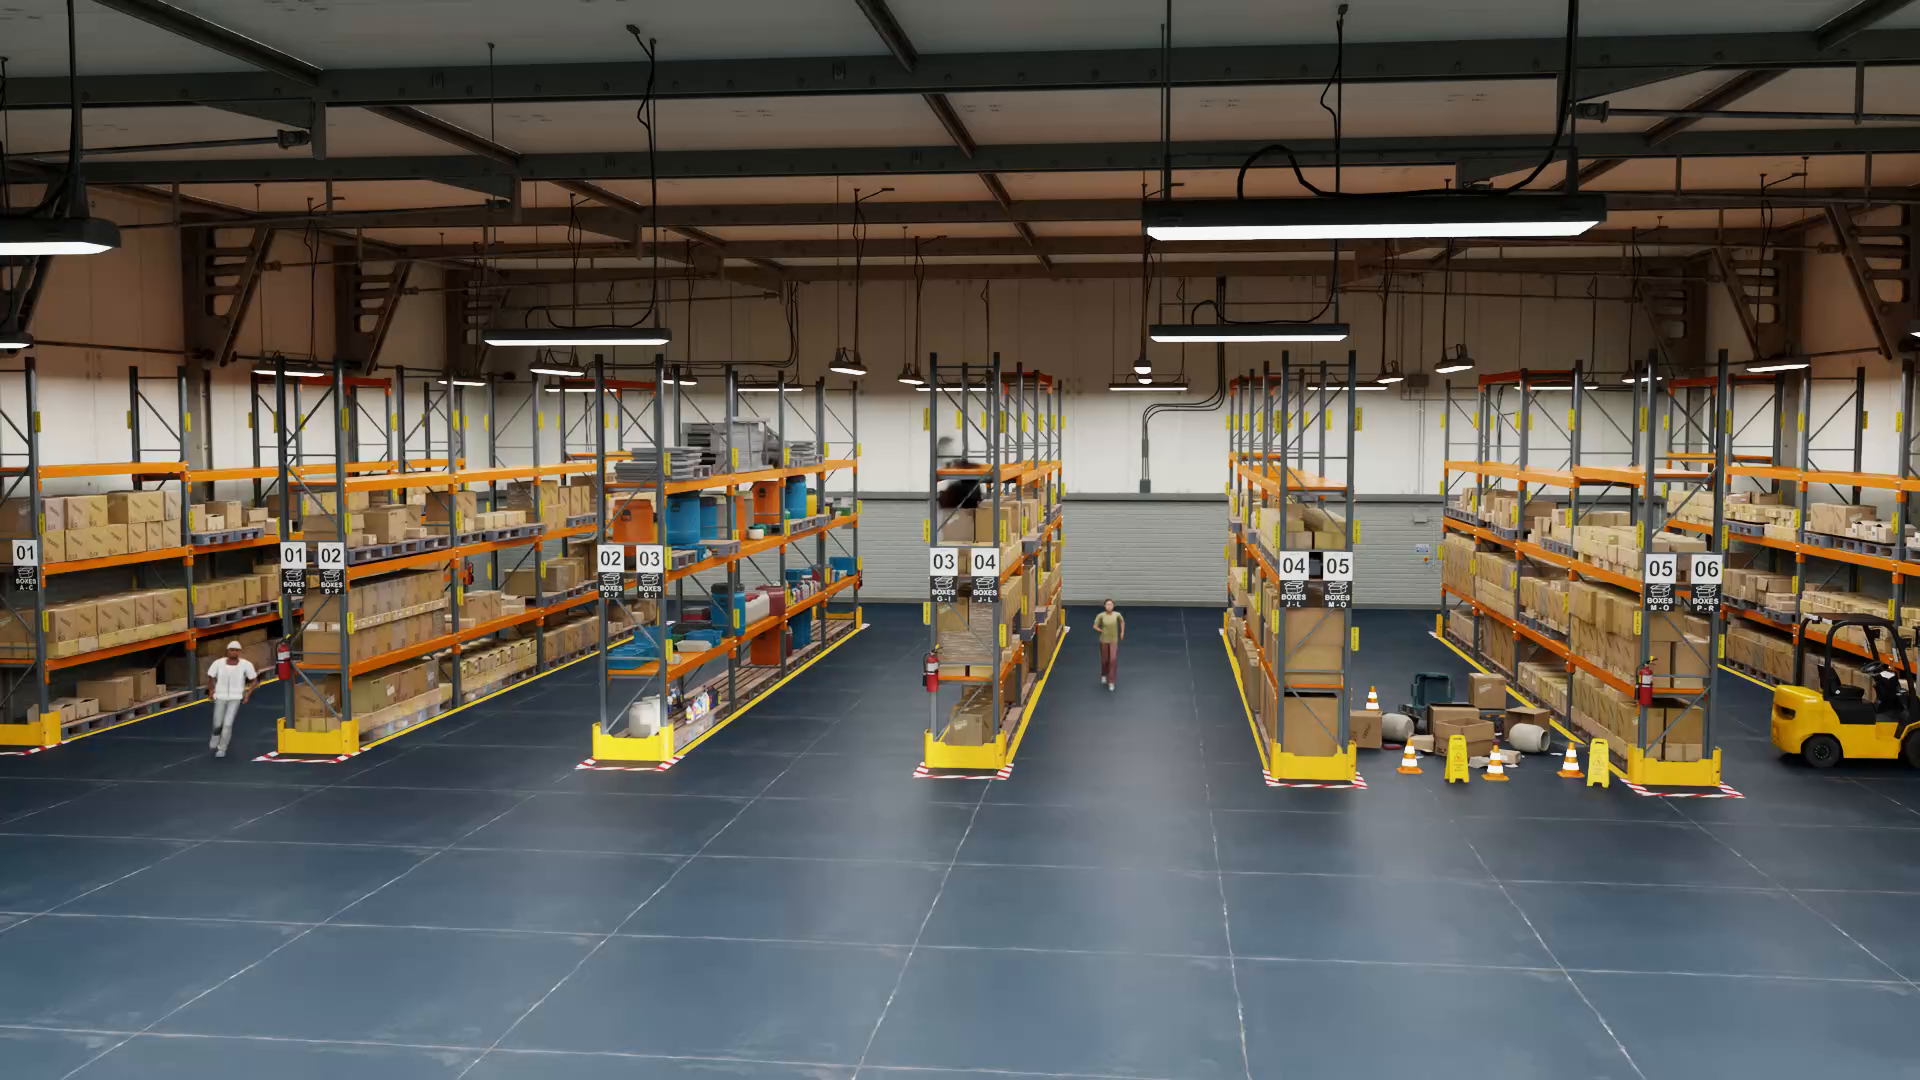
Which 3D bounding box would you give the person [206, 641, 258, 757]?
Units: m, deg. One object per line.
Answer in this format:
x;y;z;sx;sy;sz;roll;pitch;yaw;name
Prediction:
-10.962;2.373;25.048;0.728;1.719;0.649;-1;4;-19;person

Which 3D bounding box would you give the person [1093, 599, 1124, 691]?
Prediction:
2.810;1.945;31.383;0.592;1.697;0.853;0;4;2;person
